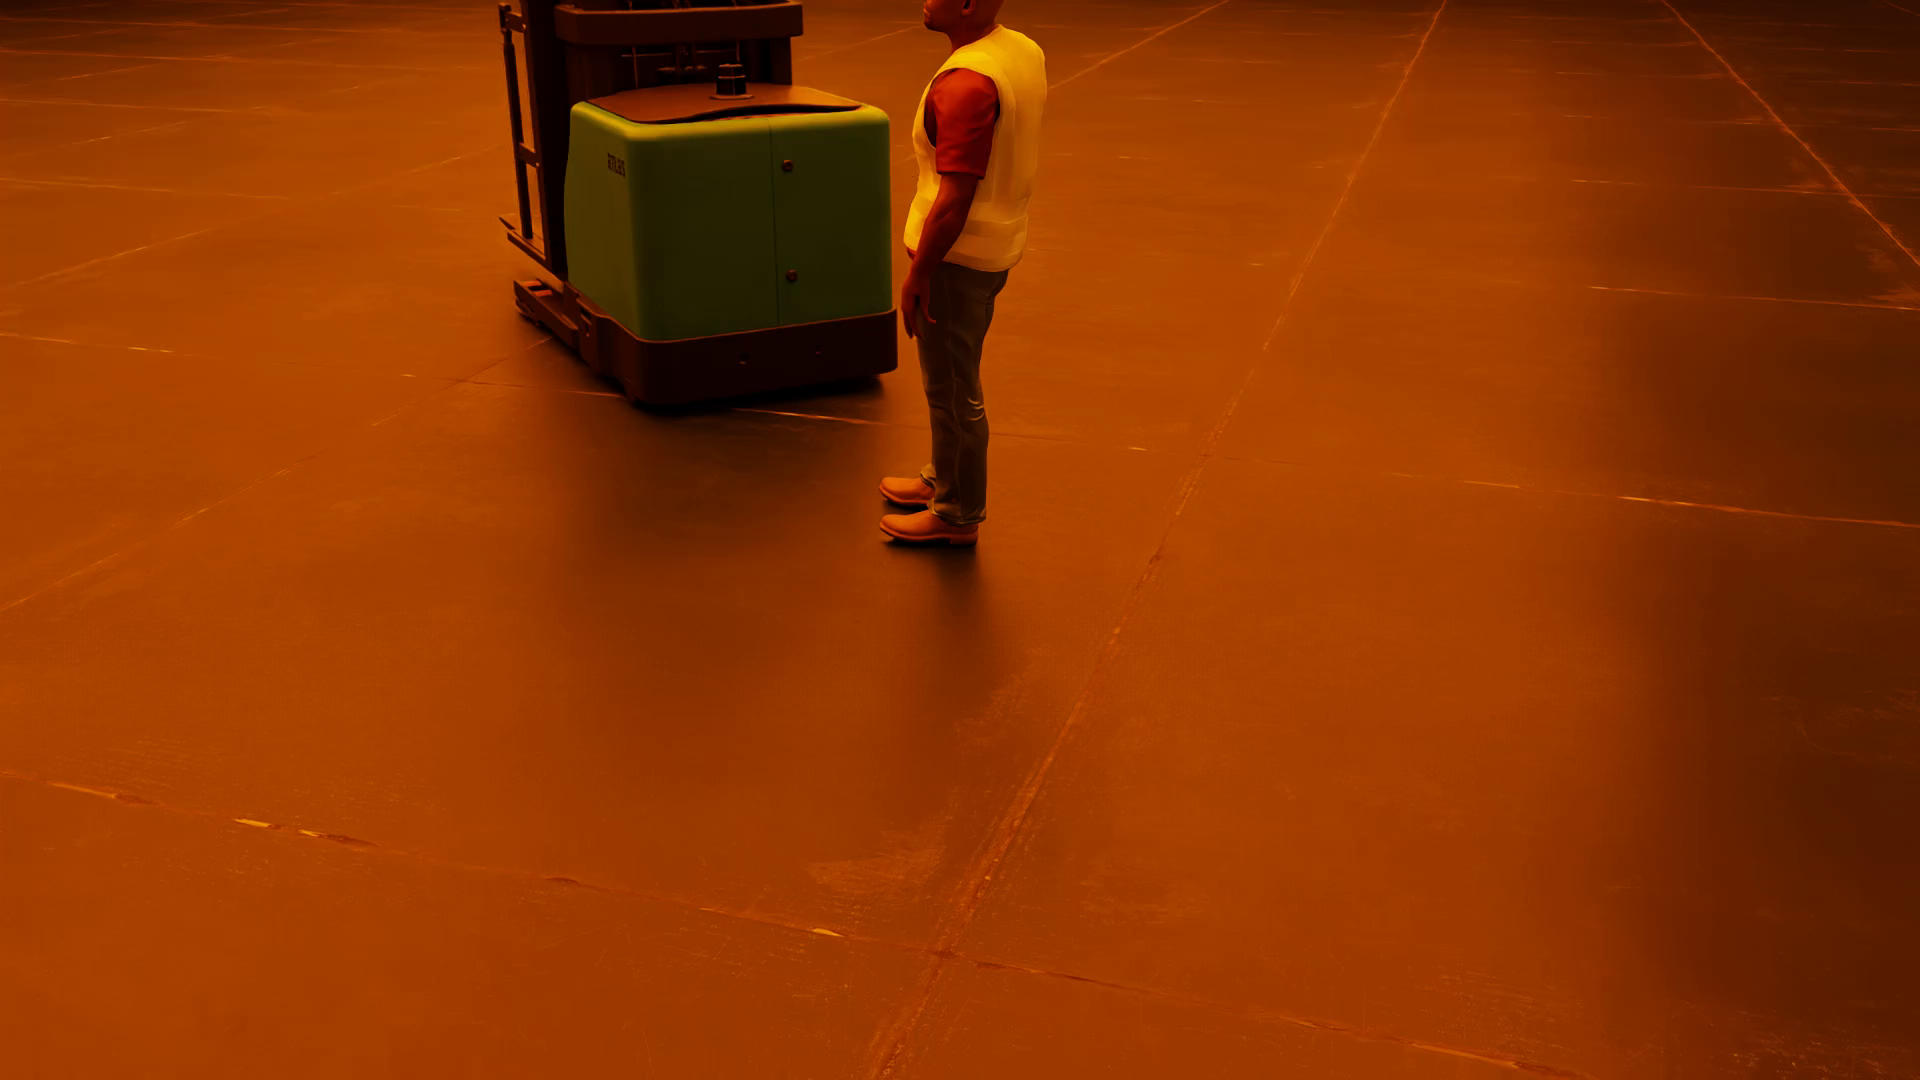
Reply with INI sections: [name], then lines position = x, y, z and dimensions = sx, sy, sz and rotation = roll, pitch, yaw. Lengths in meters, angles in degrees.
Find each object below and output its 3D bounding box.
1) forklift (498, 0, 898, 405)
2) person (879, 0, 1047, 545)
[forklift]
position = -1.378, -2.376, 7.036
dimensions = 1.130, 2.935, 3.031
rotation = -11, 25, -25
[person]
position = -0.064, -0.833, 4.805
dimensions = 0.577, 1.765, 0.665
rotation = 7, 23, 16
